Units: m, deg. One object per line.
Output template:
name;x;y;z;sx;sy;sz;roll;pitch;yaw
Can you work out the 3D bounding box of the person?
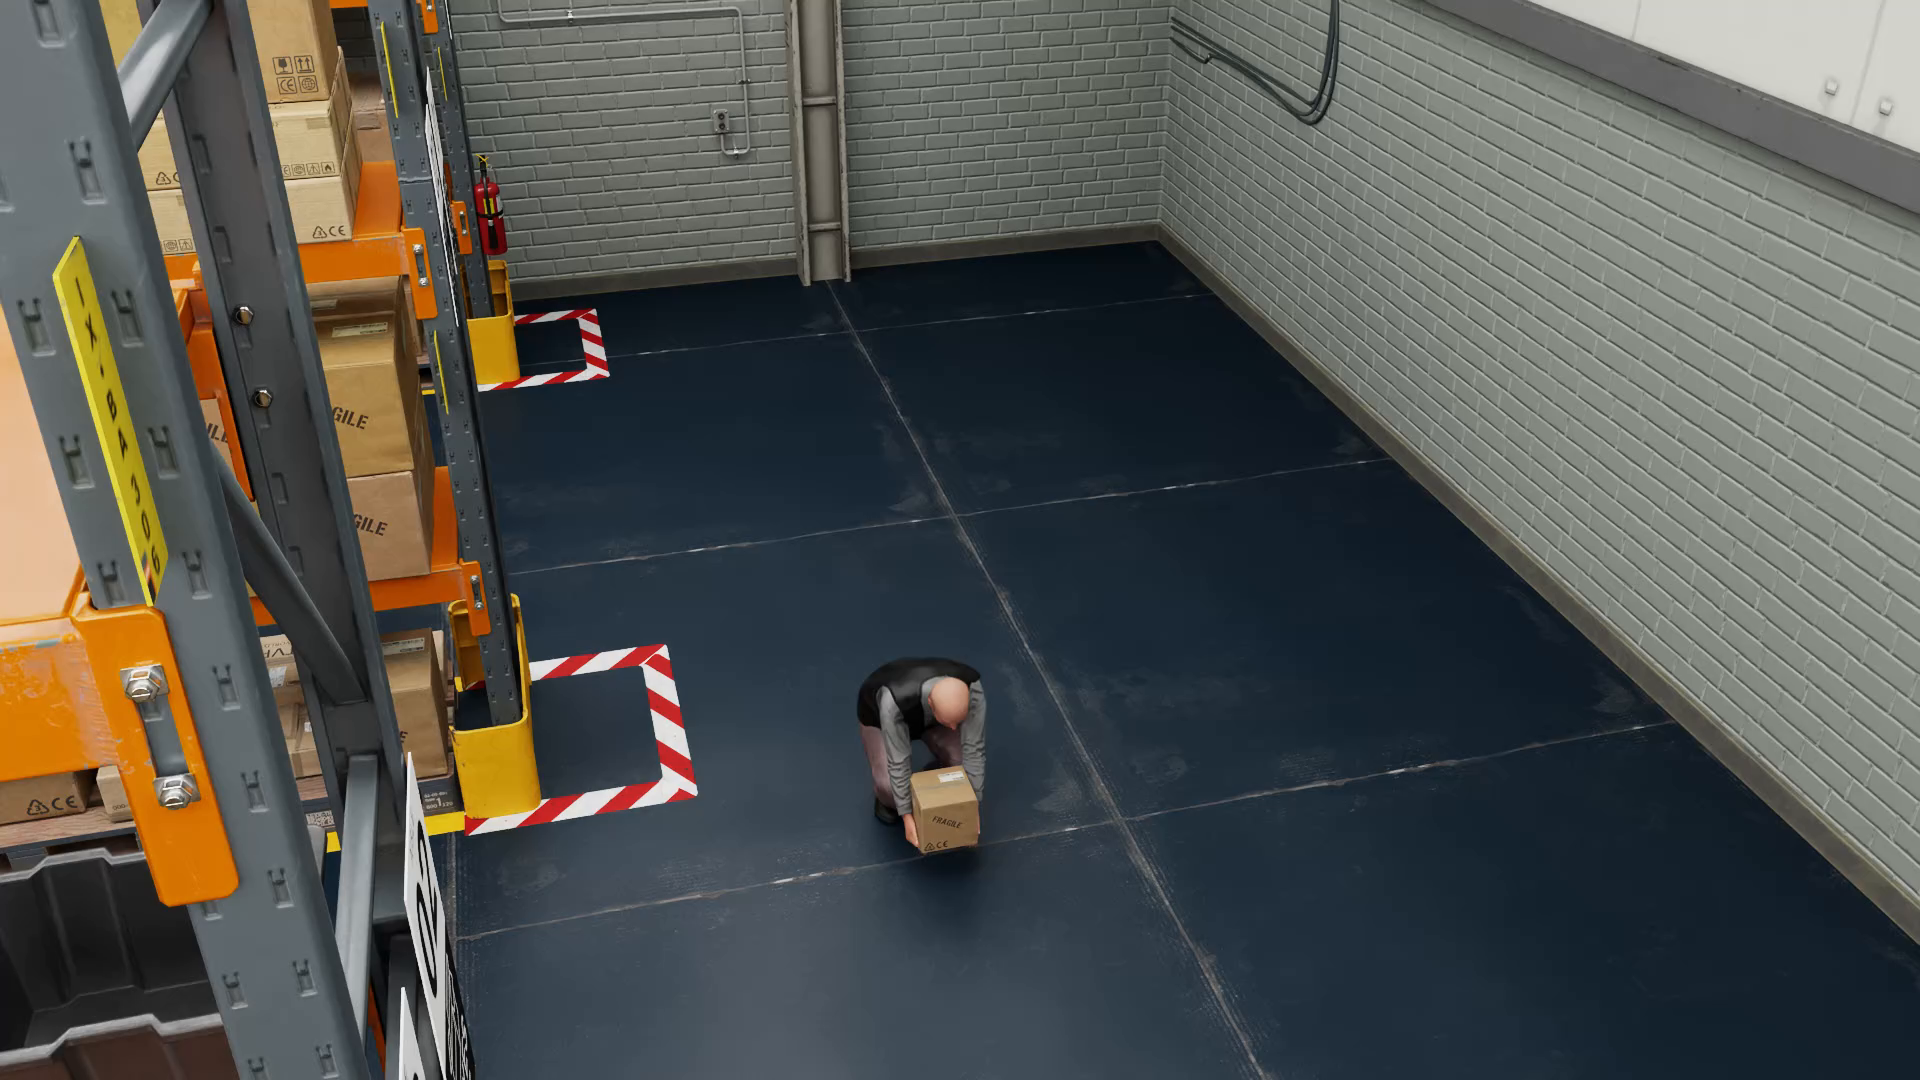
person;-0.162;0.885;7.500;0.517;0.970;0.879;-8;31;-14
